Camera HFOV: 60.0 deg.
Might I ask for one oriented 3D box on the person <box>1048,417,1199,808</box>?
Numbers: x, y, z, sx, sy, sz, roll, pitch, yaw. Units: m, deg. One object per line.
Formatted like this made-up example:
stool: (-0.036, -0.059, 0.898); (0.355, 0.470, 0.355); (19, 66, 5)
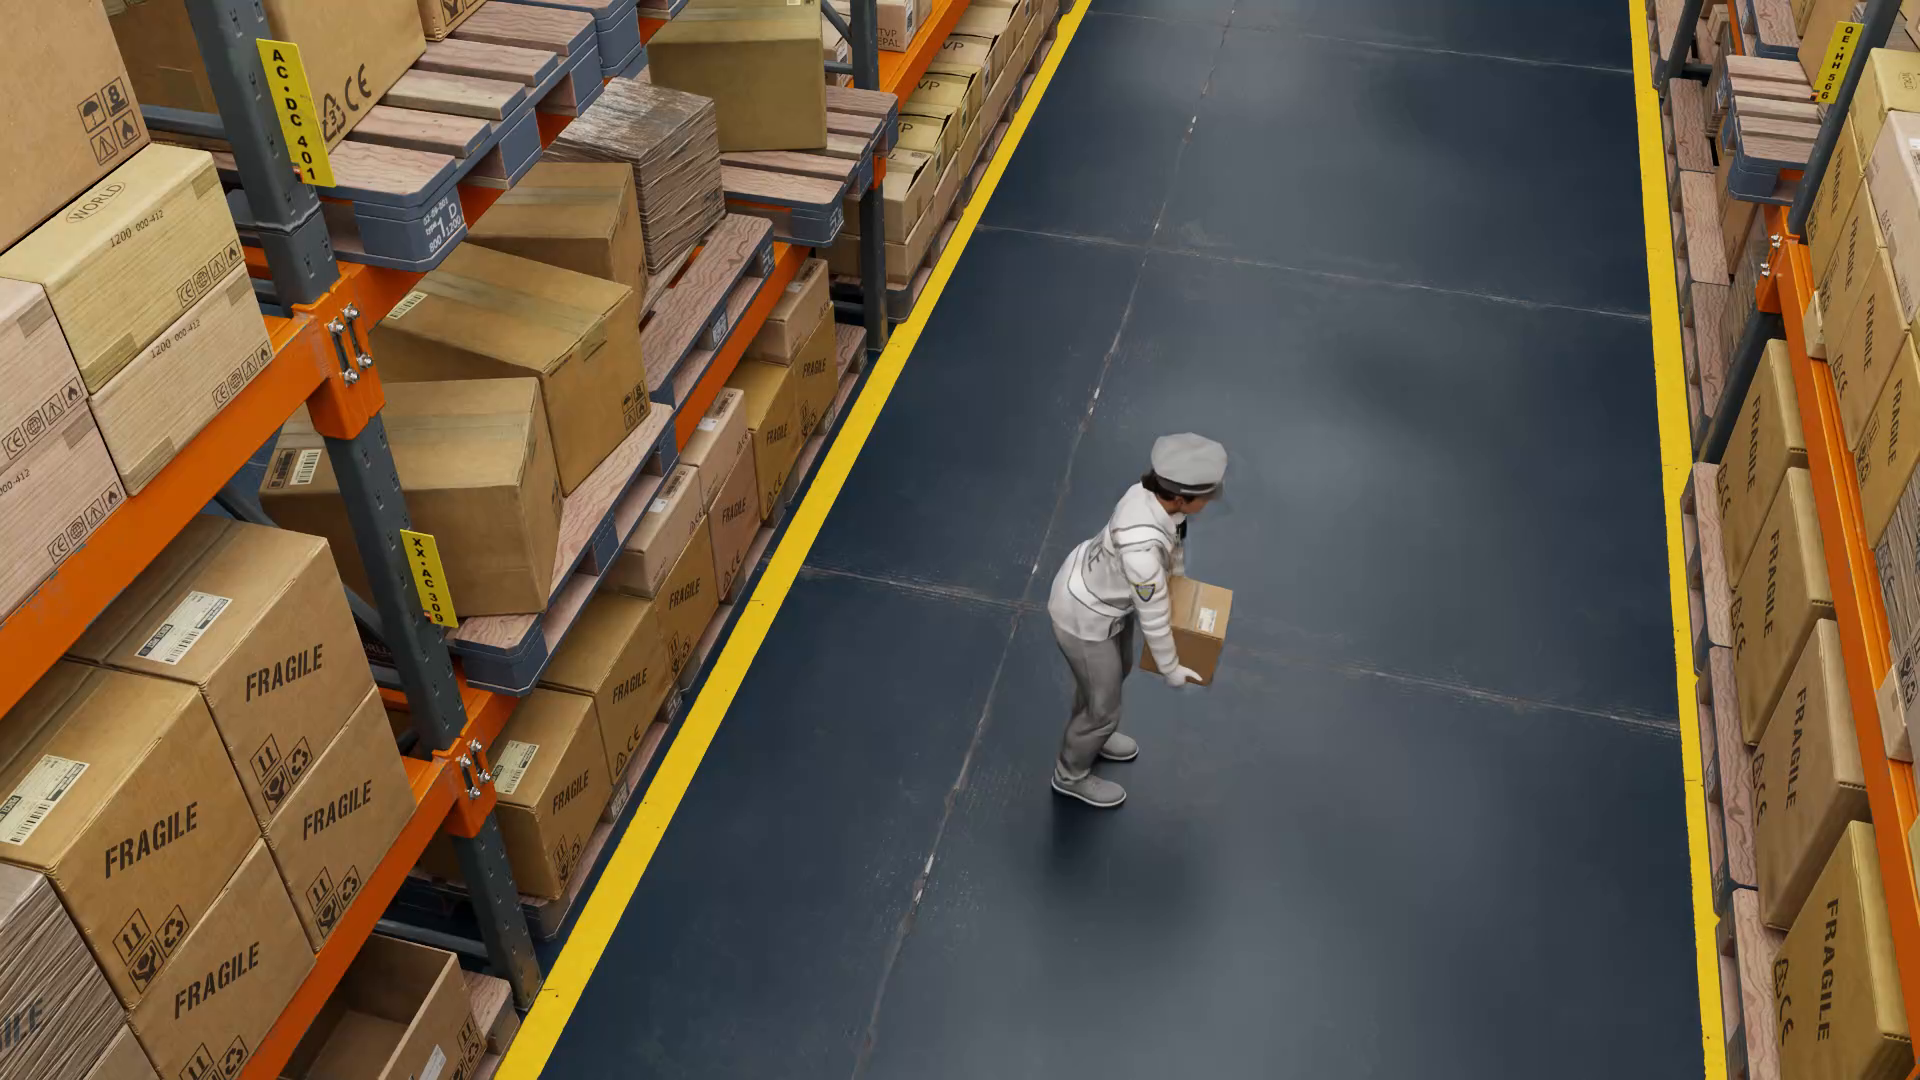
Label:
person: (0.592, 0.276, 5.862); (0.550, 1.648, 0.414); (9, 42, 10)
